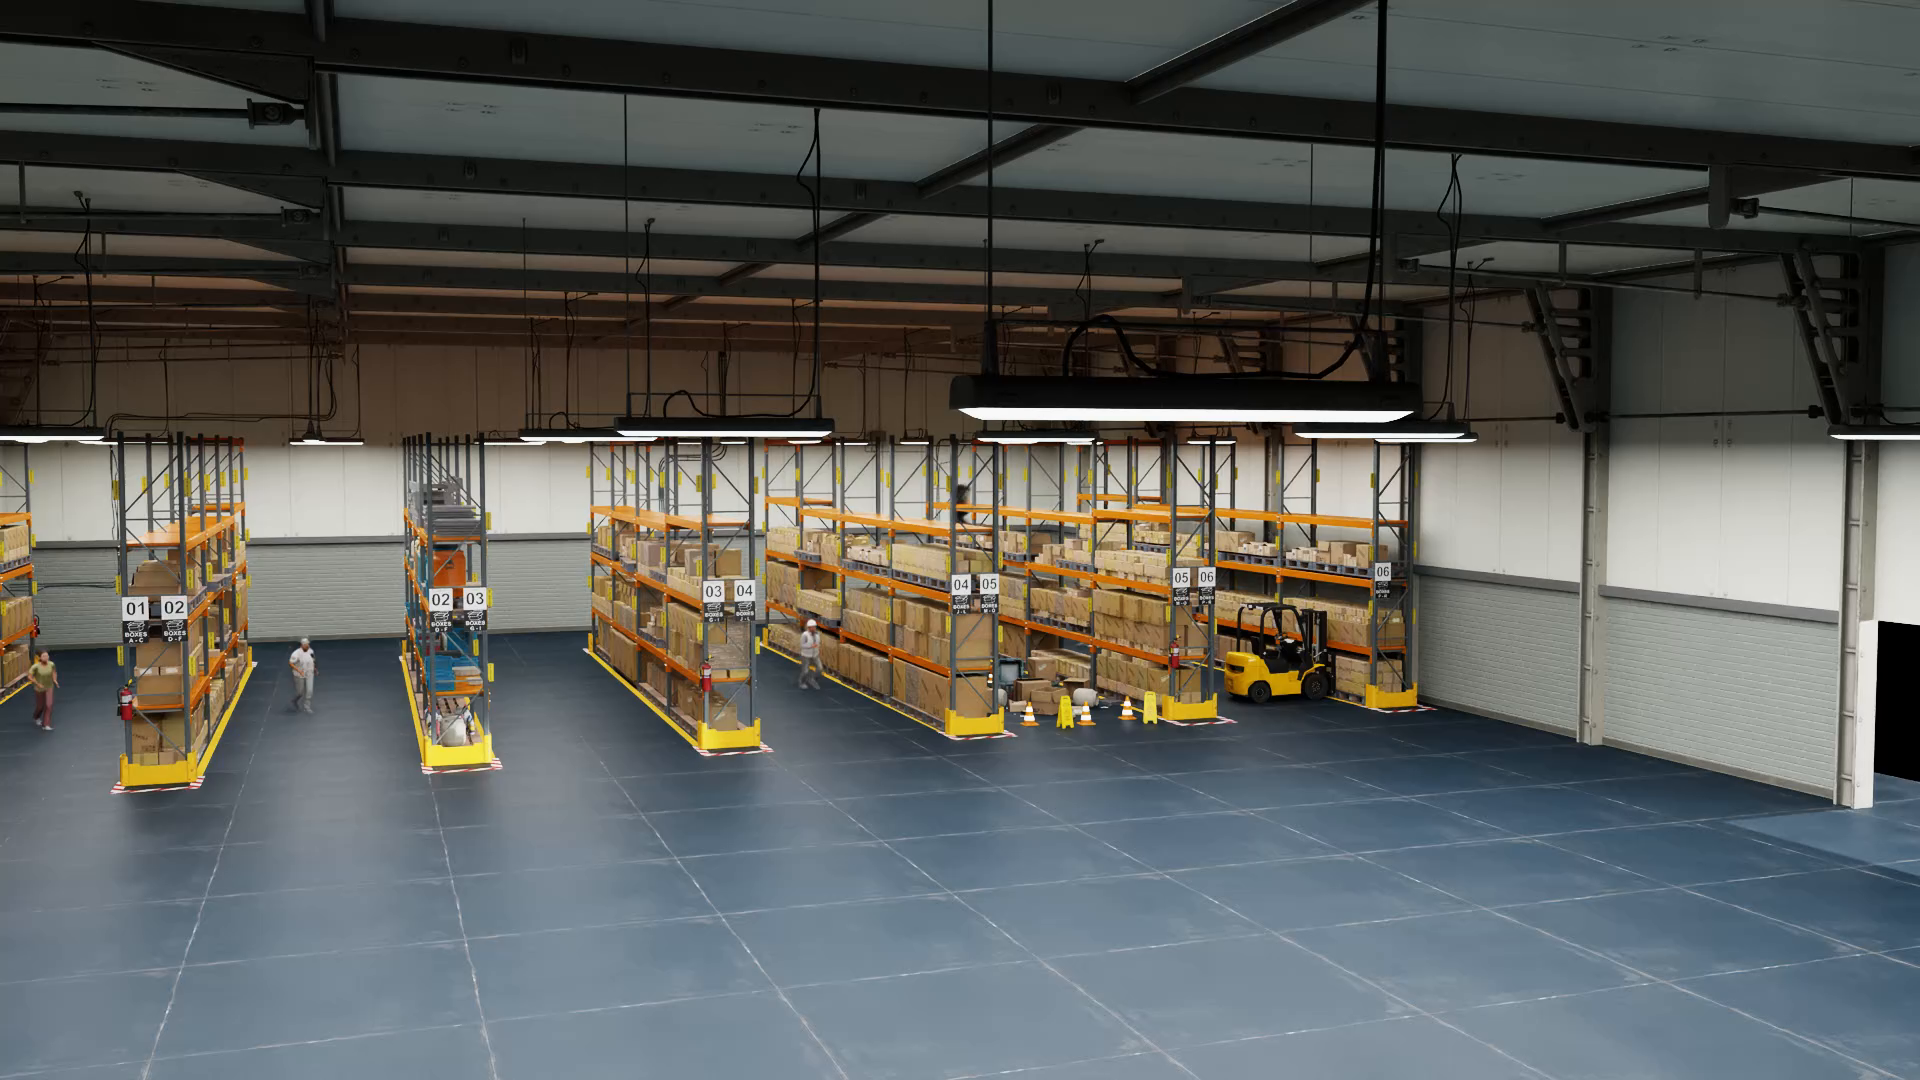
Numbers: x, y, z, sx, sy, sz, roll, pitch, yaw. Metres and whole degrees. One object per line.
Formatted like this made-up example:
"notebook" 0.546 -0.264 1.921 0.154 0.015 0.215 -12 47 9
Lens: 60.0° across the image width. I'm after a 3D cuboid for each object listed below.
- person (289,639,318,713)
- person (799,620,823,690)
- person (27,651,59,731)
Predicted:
"person" -14.271 2.927 36.057 0.607 1.620 0.741 -3 4 -43
"person" -3.512 2.704 39.151 0.649 1.692 0.940 -2 4 -31
"person" -18.679 3.042 33.833 0.575 1.624 0.803 -3 4 -44
